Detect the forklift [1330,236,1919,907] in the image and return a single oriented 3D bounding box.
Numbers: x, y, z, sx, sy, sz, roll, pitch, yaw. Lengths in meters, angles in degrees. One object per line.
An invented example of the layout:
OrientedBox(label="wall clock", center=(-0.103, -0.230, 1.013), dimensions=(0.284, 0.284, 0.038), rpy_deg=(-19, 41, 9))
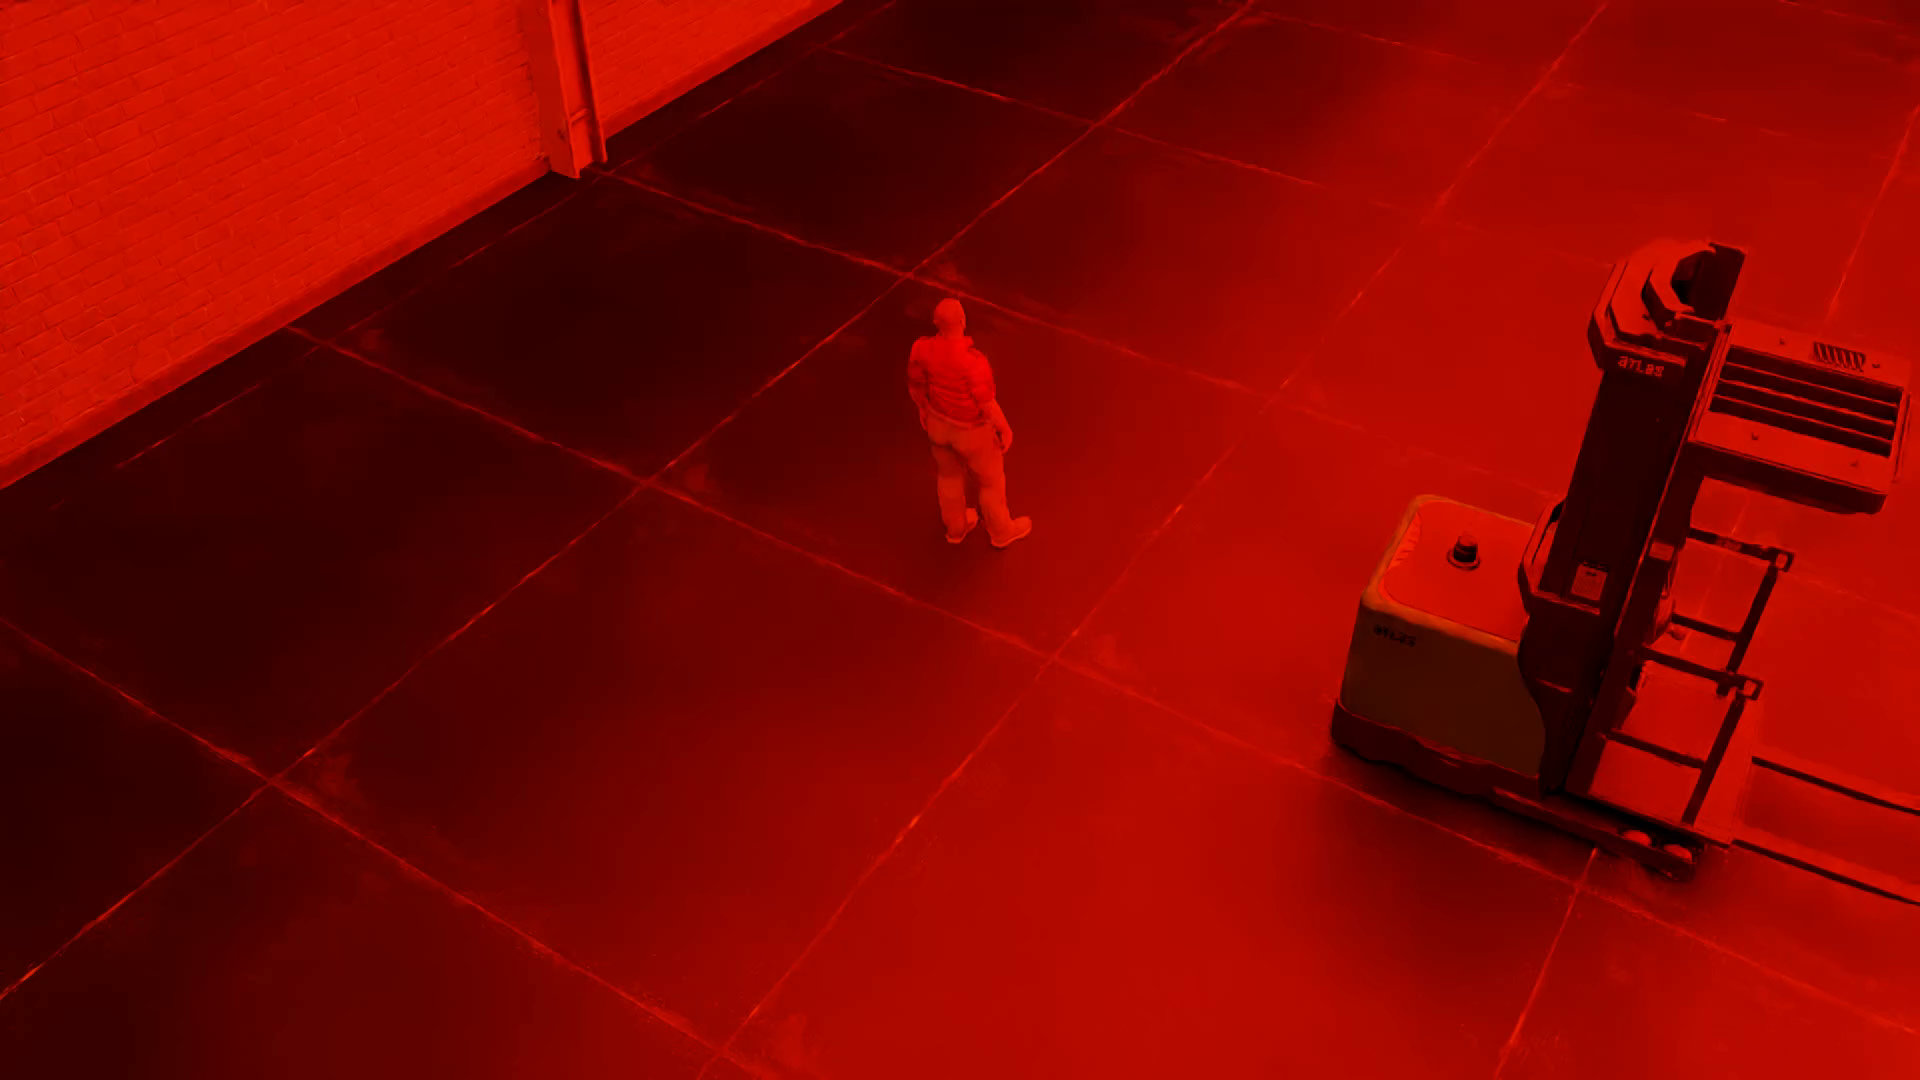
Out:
OrientedBox(label="forklift", center=(3.530, 0.159, 7.780), dimensions=(3.031, 2.935, 1.130), rpy_deg=(19, 44, 21))

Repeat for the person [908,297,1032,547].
OrientedBox(label="person", center=(0.058, -0.710, 9.723), dimensions=(0.640, 1.726, 0.550), rpy_deg=(22, 45, 24))
